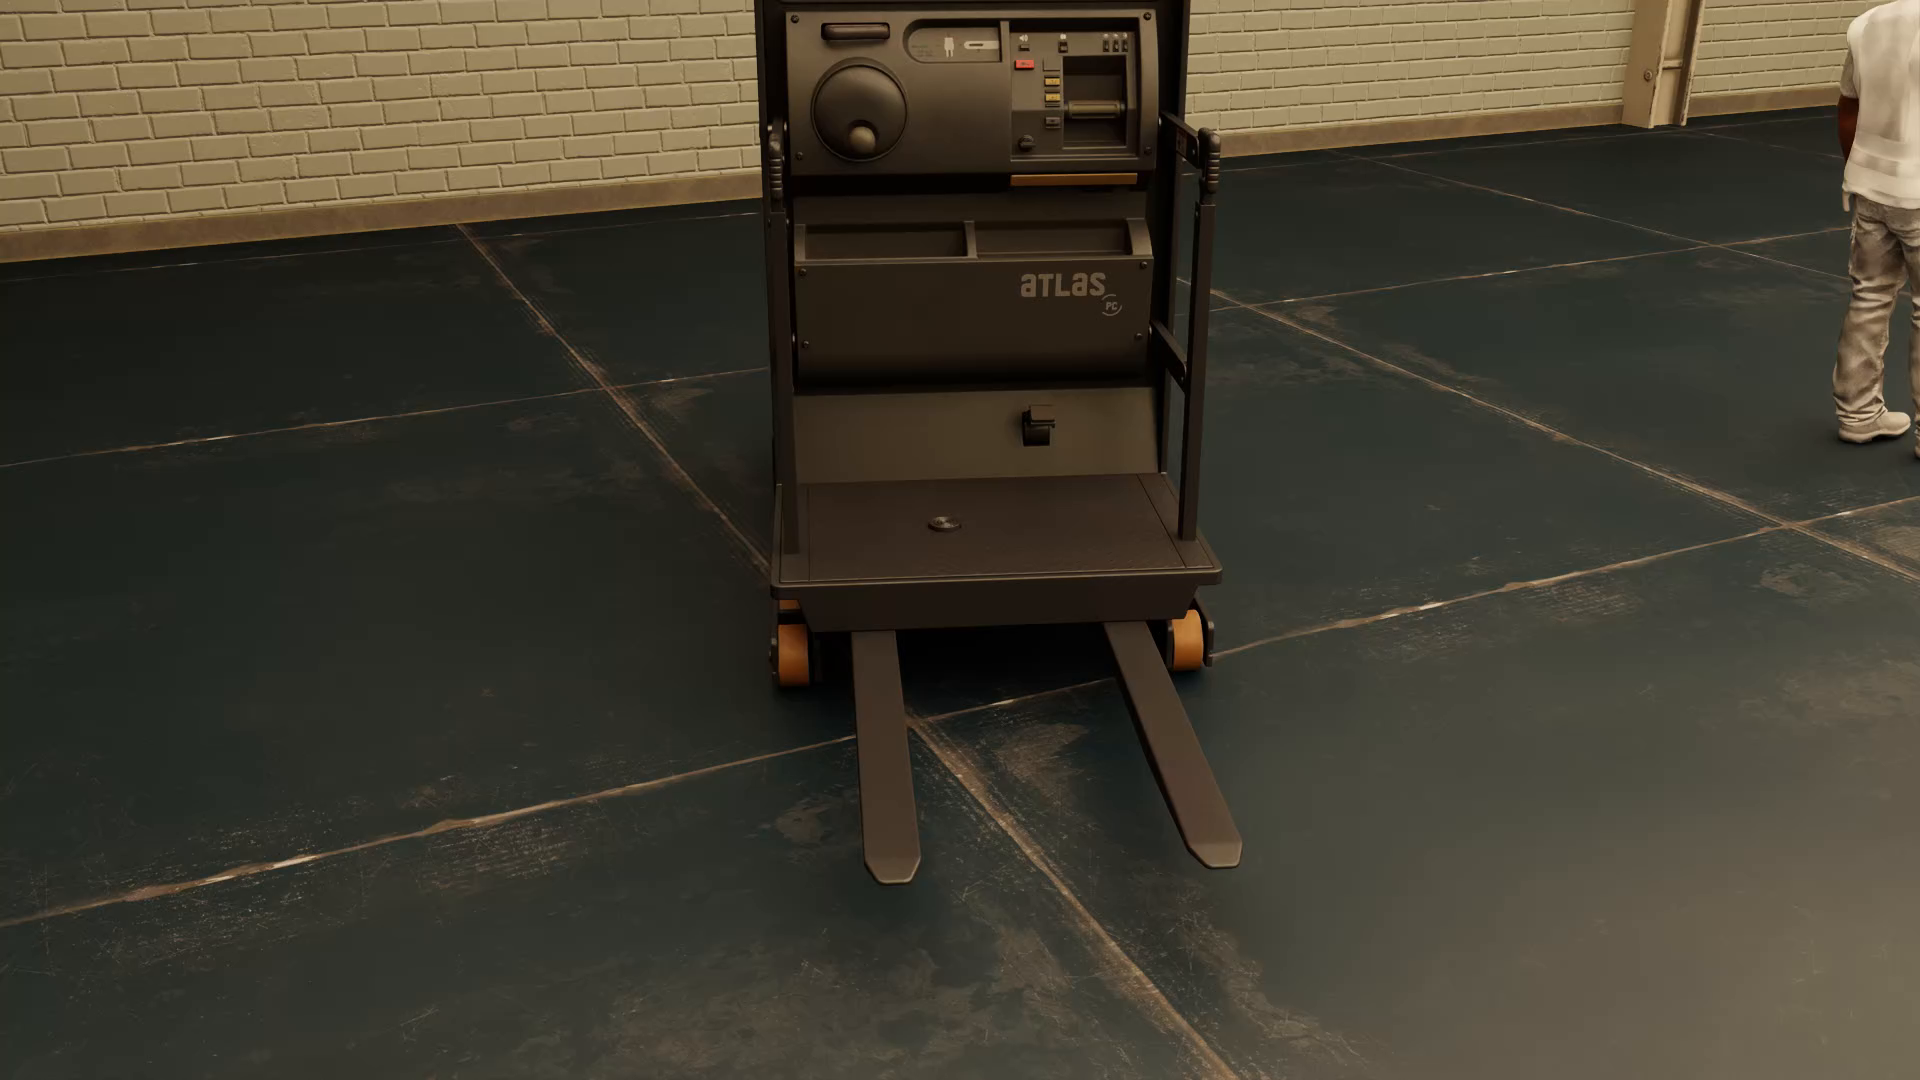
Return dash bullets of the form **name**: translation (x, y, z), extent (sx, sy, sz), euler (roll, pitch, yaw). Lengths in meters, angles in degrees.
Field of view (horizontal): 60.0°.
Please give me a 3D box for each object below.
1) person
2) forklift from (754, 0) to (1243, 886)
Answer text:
- **person**: translation (3.284, -1.187, 5.621), extent (0.577, 1.782, 0.656), euler (-6, 23, -13)
- **forklift**: translation (0.054, -1.113, 3.966), extent (1.130, 2.935, 3.031), euler (-2, 23, -5)
